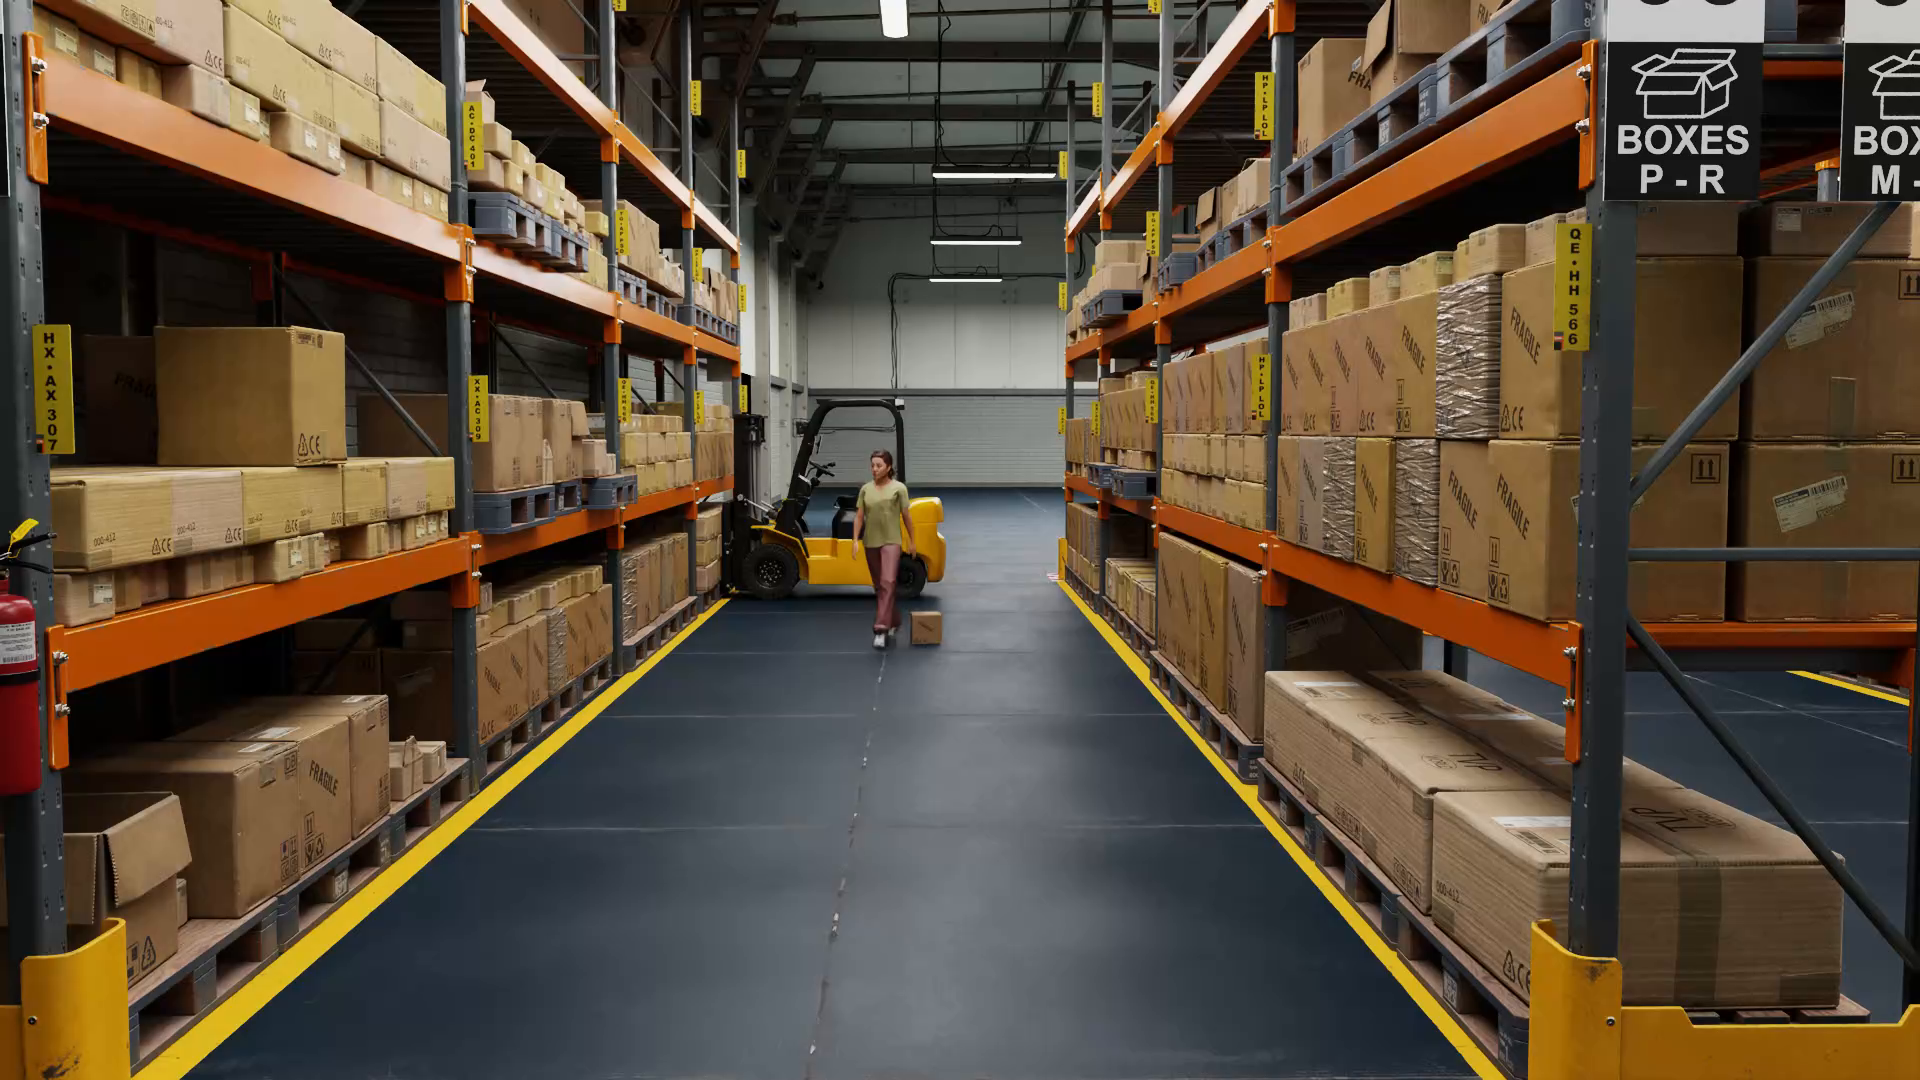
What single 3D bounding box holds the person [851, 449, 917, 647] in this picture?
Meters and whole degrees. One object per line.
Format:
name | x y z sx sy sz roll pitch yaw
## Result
person | -0.690 0.045 14.102 0.491 1.627 0.947 1 4 20
